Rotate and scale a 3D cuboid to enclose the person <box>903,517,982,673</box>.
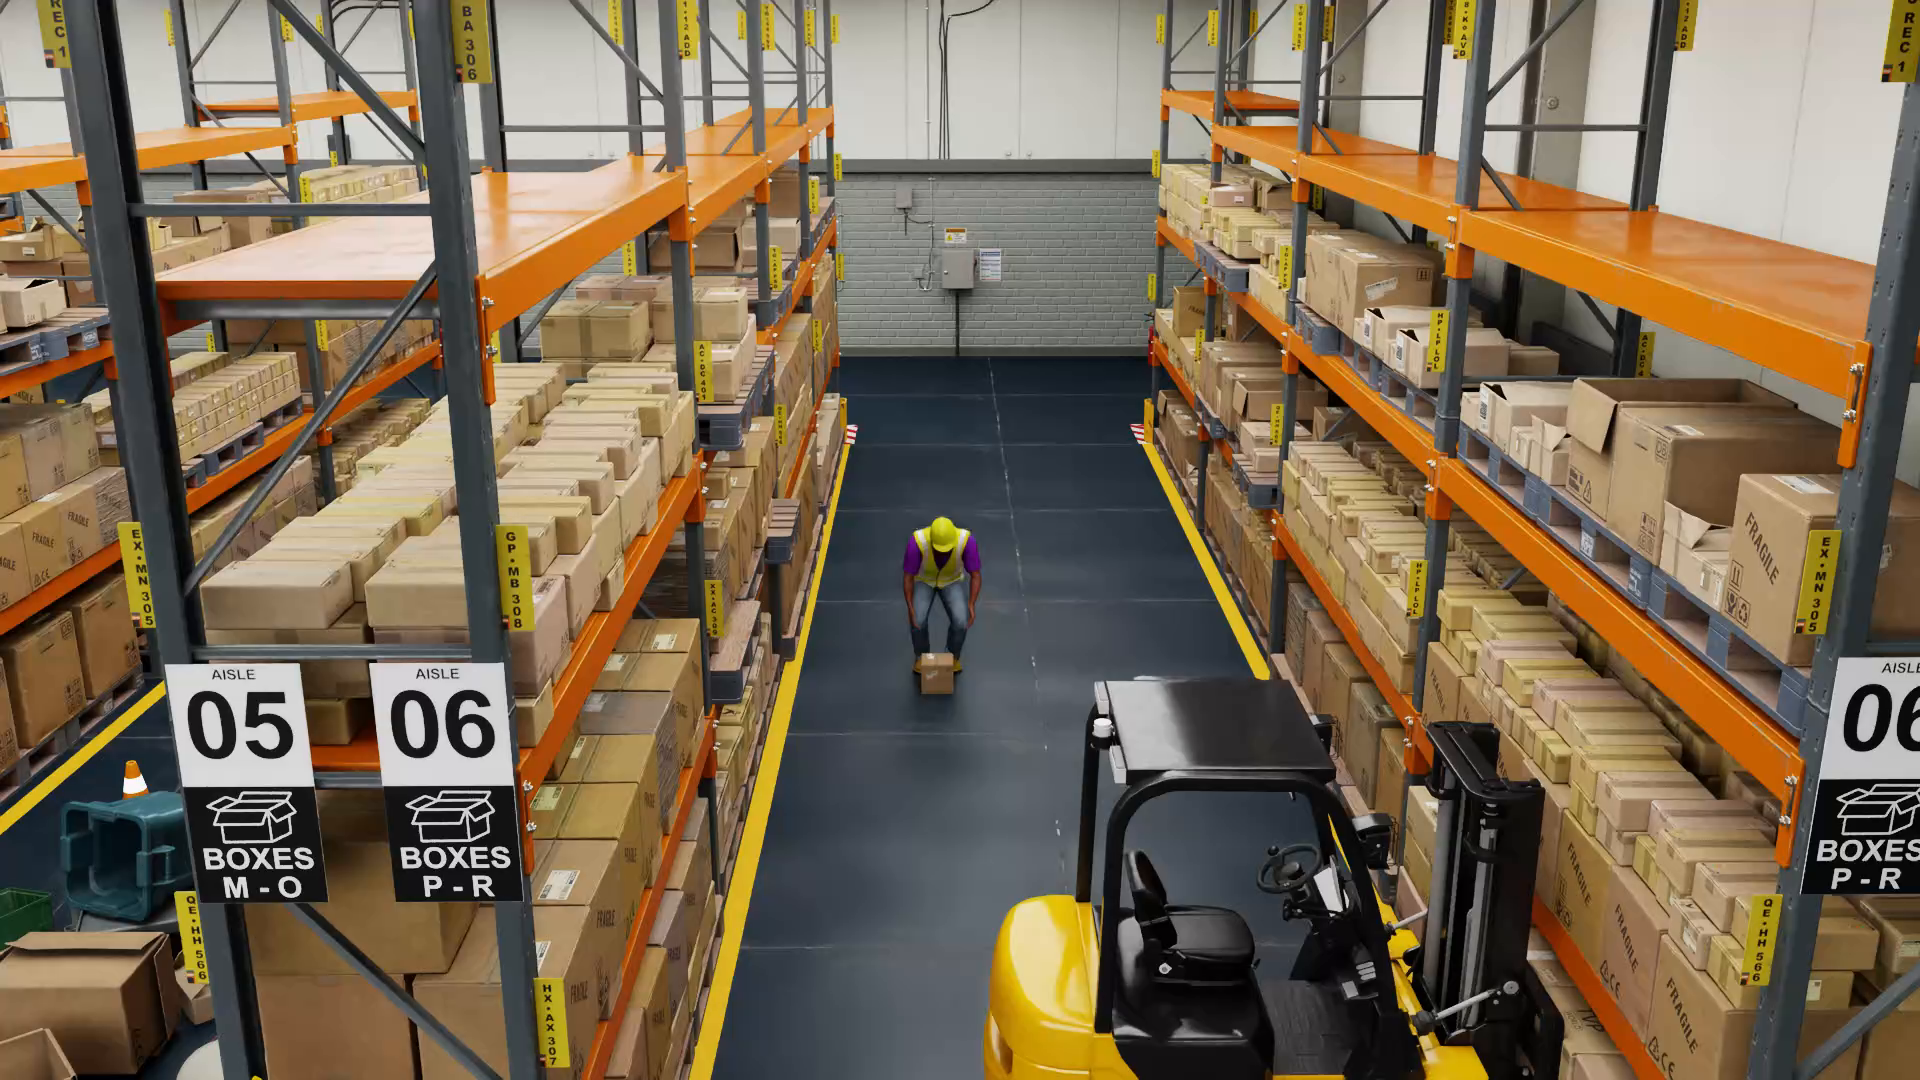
[{"bbox_3d":[-0.142,0.404,13.358,0.631,1.373,0.779,0,17,-1],"label":"person"}]
